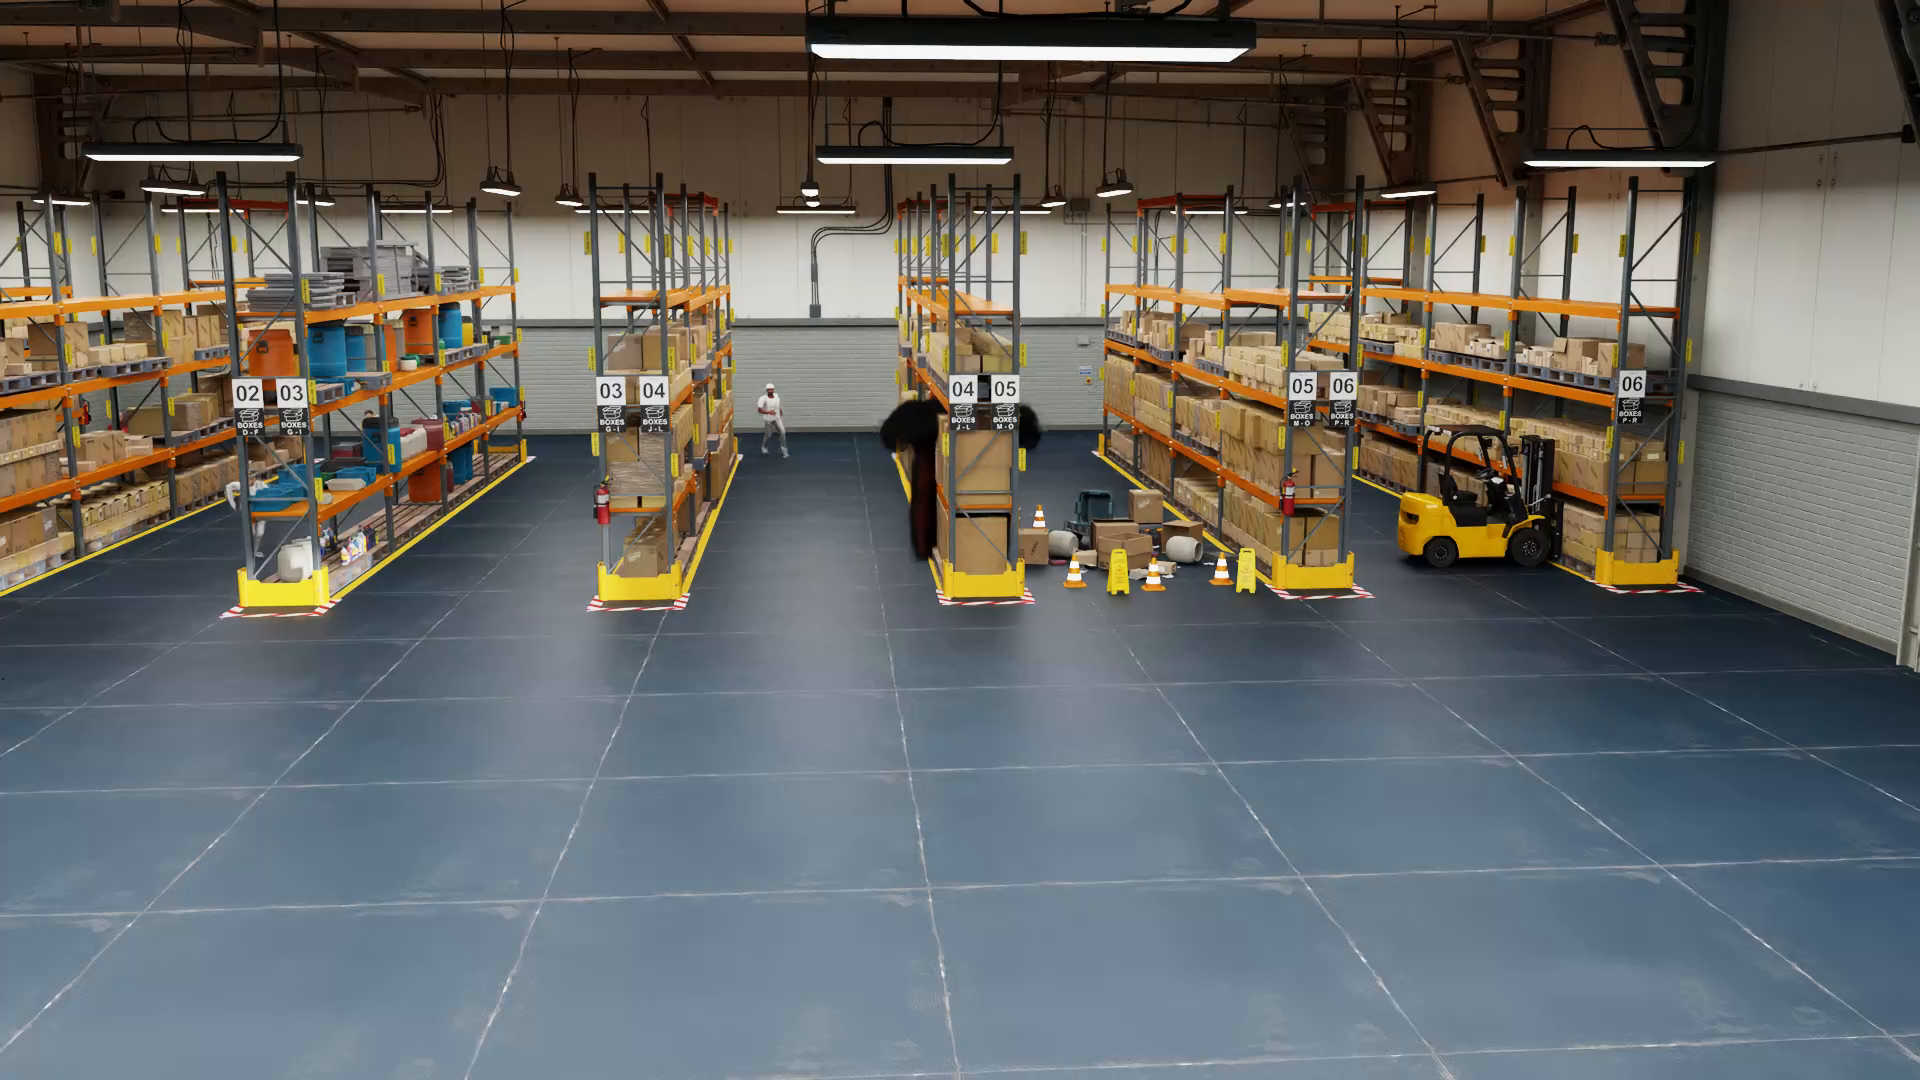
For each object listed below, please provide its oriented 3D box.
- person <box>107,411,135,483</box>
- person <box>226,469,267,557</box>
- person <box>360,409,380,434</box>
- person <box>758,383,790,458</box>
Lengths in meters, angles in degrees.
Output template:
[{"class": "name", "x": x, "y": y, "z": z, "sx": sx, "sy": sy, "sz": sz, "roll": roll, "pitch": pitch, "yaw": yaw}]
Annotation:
[{"class": "person", "x": -17.050, "y": -1.766, "z": 33.775, "sx": 0.661, "sy": 1.700, "sz": 0.653, "roll": -2, "pitch": 10, "yaw": -9}, {"class": "person", "x": -11.472, "y": -0.427, "z": 26.853, "sx": 0.653, "sy": 1.494, "sz": 0.781, "roll": -4, "pitch": 11, "yaw": -20}, {"class": "person", "x": -13.208, "y": -2.266, "z": 37.482, "sx": 0.598, "sy": 1.420, "sz": 0.908, "roll": -4, "pitch": 11, "yaw": -21}, {"class": "person", "x": -4.515, "y": -2.864, "z": 39.876, "sx": 0.701, "sy": 1.796, "sz": 0.866, "roll": -7, "pitch": 12, "yaw": -34}]
